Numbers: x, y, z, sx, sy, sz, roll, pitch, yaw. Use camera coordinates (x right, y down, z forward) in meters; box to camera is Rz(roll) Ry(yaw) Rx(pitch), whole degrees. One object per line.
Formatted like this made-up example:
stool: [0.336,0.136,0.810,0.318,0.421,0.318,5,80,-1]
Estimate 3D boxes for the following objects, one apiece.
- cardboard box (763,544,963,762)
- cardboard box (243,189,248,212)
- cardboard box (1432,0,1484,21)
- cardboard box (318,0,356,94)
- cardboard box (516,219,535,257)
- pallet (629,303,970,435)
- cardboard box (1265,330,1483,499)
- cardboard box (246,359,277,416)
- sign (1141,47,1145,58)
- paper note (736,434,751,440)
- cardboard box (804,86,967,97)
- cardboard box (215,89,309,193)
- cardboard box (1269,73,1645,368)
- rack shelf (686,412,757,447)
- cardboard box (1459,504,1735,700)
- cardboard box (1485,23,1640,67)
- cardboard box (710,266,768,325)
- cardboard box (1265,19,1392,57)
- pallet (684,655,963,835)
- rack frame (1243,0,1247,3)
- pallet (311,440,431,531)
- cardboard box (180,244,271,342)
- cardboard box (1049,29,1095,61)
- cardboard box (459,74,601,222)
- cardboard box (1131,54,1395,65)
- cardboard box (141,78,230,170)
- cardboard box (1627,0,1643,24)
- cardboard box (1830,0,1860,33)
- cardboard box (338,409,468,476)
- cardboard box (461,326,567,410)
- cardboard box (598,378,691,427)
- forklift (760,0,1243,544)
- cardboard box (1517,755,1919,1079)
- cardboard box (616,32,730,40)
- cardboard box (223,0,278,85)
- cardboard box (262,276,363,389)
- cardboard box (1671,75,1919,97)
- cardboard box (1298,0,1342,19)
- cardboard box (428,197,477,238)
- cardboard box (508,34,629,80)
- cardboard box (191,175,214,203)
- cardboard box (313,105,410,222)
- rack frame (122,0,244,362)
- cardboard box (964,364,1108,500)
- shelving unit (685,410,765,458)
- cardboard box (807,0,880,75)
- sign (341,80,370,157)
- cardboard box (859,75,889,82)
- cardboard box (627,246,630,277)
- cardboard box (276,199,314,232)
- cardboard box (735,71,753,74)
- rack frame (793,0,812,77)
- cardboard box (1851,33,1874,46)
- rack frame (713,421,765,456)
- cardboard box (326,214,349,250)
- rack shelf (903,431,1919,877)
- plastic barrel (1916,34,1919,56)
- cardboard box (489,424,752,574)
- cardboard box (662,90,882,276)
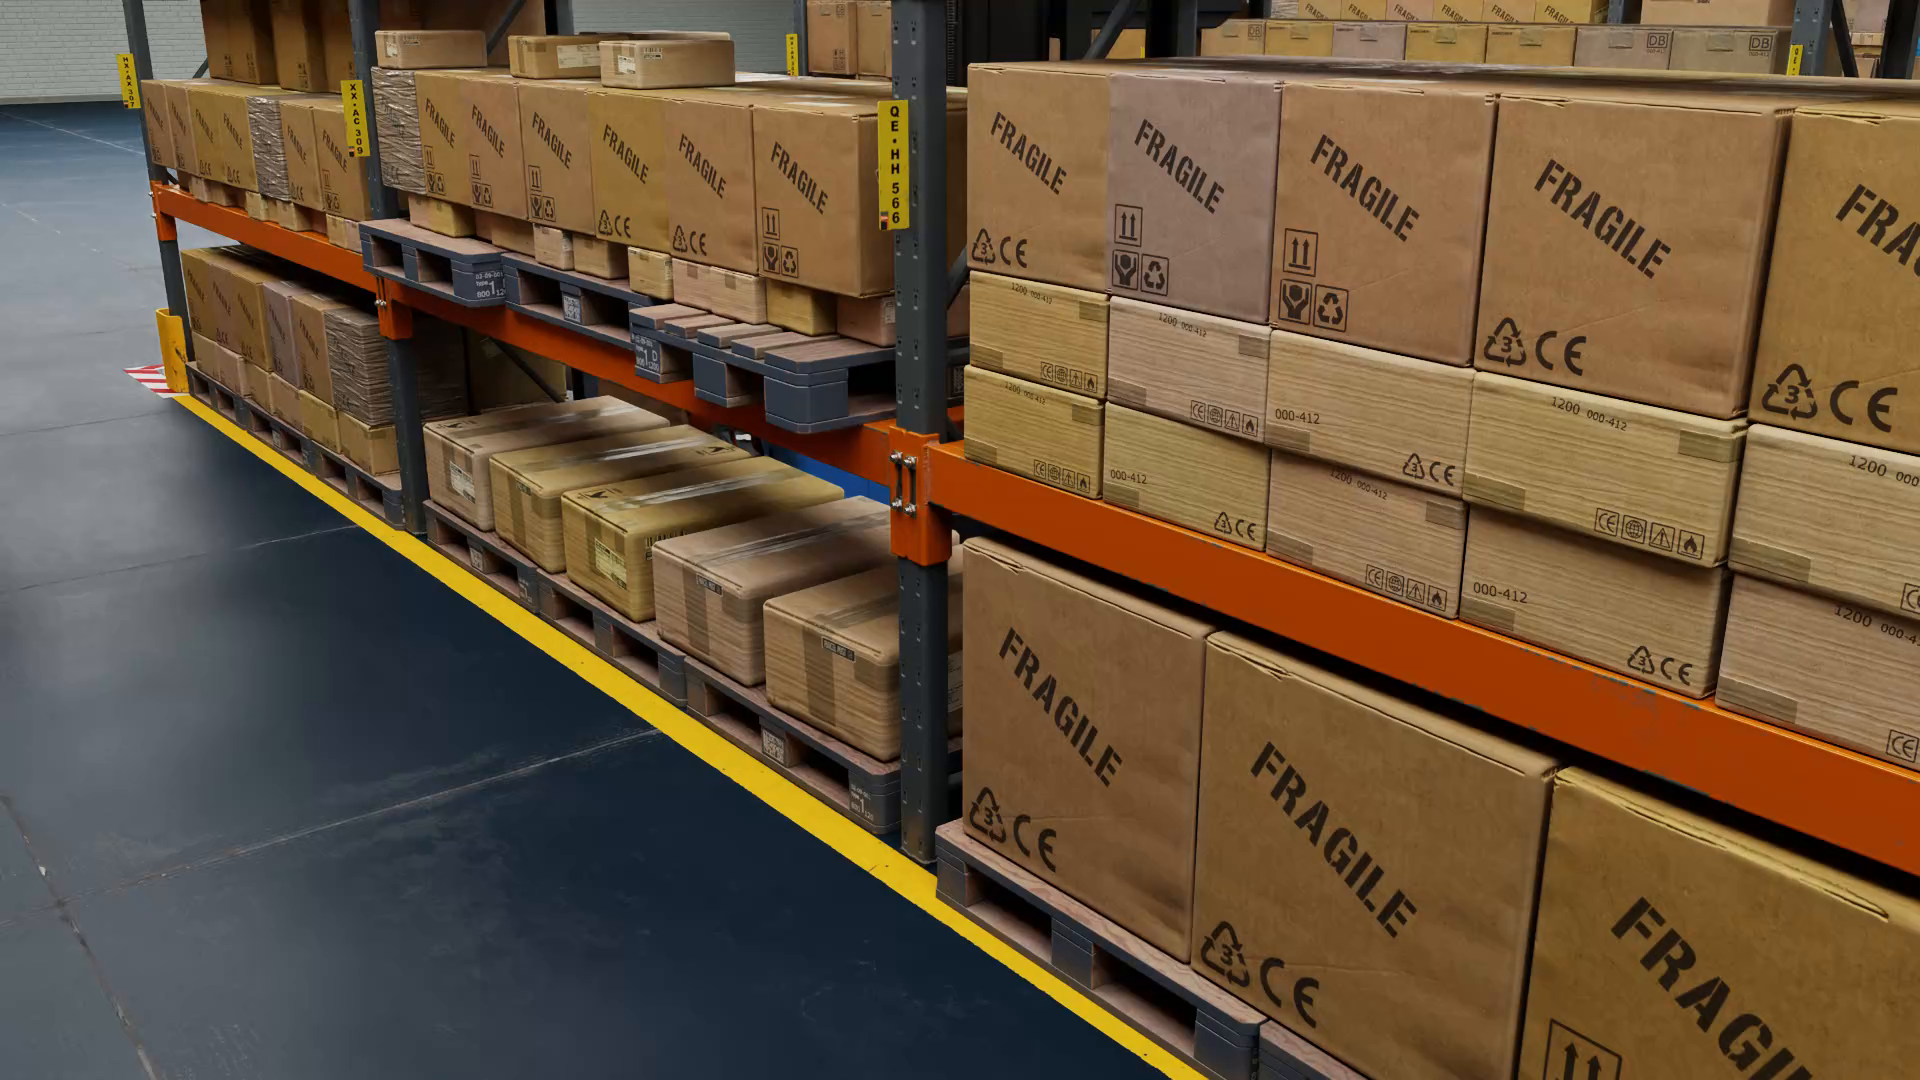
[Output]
cardboard box: [-0.092,0.344,5.565,0.950,0.372,0.625,-16,24,-40]
cardboard box: [-3.738,-1.898,9.221,0.380,0.149,0.250,-15,23,-38]
cardboard box: [4.420,-4.450,14.307,0.500,0.500,0.500,-14,23,-36]
cardboard box: [-2.926,-2.622,8.787,0.700,0.500,0.500,-15,23,-37]
cardboard box: [-1.474,-1.180,6.386,0.380,0.149,0.250,-14,23,-36]
pallet: [-0.275,-0.627,5.290,1.213,0.211,1.003,-14,23,-36]
cardboard box: [0.992,-0.304,3.451,0.500,0.250,0.500,-14,23,-36]
cardboard box: [-3.772,-0.917,9.565,0.500,0.250,0.500,-12,22,-32]
sign: [1.151,-2.880,10.285,0.100,0.325,0.005,-14,23,-36]
paper note: [-1.224,-0.603,9.635,0.148,0.019,0.142,-14,23,-36]
cardboard box: [-0.176,-1.234,5.518,0.500,0.500,0.500,-13,22,-33]
cardboard box: [-3.676,-2.176,9.031,0.500,0.500,0.500,-15,23,-37]
cardboard box: [0.991,-0.665,3.350,0.500,0.500,0.500,-13,22,-35]
rack shelf: [-1.085,-0.510,7.630,0.215,0.259,0.240,-15,-4,-33]
cardboard box: [1.321,0.052,3.172,0.500,0.250,0.500,-14,23,-36]
cardboard box: [3.163,-2.439,8.708,0.700,0.500,0.500,-14,23,-37]
cardboard box: [-0.551,-0.784,5.188,0.380,0.149,0.250,-14,23,-37]
cardboard box: [2.219,-2.815,9.841,0.700,0.500,0.500,-14,23,-37]
pallet: [-0.233,0.568,5.813,1.003,0.211,1.213,-14,23,-36]
rack frame: [3.053,-4.469,16.586,1.000,3.000,0.127,-14,23,-36]
pallet: [-2.677,-0.384,8.686,1.003,0.211,1.213,-14,23,-36]
cardboard box: [-4.416,-1.526,10.213,0.500,0.500,0.500,-15,23,-38]
cardboard box: [0.951,-3.334,11.204,0.875,0.550,0.550,-14,23,-36]
cardboard box: [-1.558,-1.518,6.374,0.500,0.500,0.500,-14,23,-36]
cardboard box: [0.777,-1.009,4.388,0.500,0.500,0.500,-15,23,-38]
cardboard box: [-4.639,-2.552,10.167,0.500,0.500,0.500,-14,23,-37]
cardboard box: [5.456,-4.307,13.875,0.500,0.500,0.500,-14,23,-36]
cardboard box: [11.464,-6.806,21.420,0.700,0.500,0.500,-15,23,-38]
cardboard box: [-2.810,-0.536,8.416,0.500,0.250,0.500,-13,22,-34]
cardboard box: [-2.387,-0.997,8.615,0.500,0.500,0.500,-13,22,-34]
cardboard box: [-1.831,-0.893,9.760,0.500,0.500,0.500,1,18,2]
forklift: [0.606,-1.436,7.536,3.031,2.935,1.130,-4,19,-12]
cardboard box: [1.720,0.873,3.165,0.875,0.875,0.875,-13,22,-35]
cardboard box: [-1.142,-1.945,6.632,0.380,0.149,0.250,-15,24,-38]
cardboard box: [-3.919,-2.988,9.893,0.700,0.500,0.500,-14,23,-36]
cardboard box: [-3.445,-1.143,9.055,0.500,0.500,0.500,-13,22,-33]
cardboard box: [1.714,-0.634,3.257,0.500,0.500,0.500,-14,23,-37]
cardboard box: [3.485,-4.819,15.420,0.500,0.500,0.500,-14,23,-36]
cardboard box: [-1.989,-1.368,6.953,0.380,0.149,0.250,-13,23,-35]
cardboard box: [-1.462,-1.812,6.232,0.380,0.149,0.250,-12,22,-33]
cardboard box: [-4.277,-2.079,9.769,0.380,0.149,0.250,-14,23,-35]
cardboard box: [-2.703,-1.799,7.890,0.500,0.500,0.500,-15,23,-37]
rack frame: [-4.716,-2.535,10.745,1.000,3.000,0.127,-14,23,-36]
cardboard box: [0.358,-0.322,4.303,0.500,0.250,0.500,-14,23,-37]
shelving unit: [-1.088,-0.521,7.630,0.215,1.050,0.252,-15,-4,-33]
cardboard box: [-0.698,-4.010,13.246,0.875,0.550,0.550,-14,23,-36]
sign: [-2.653,-1.852,7.307,0.100,0.325,0.005,-14,23,-36]
cardboard box: [-0.274,-3.383,13.069,0.875,0.550,0.550,-14,23,-36]
cardboard box: [-0.940,-0.999,5.838,0.380,0.149,0.250,-14,23,-36]
cardboard box: [-3.304,-1.699,8.622,0.380,0.149,0.250,-14,23,-37]
cardboard box: [-1.141,-1.618,6.676,0.500,0.500,0.500,-13,22,-34]
rack frame: [-0.898,-3.526,13.738,1.000,3.000,0.127,-14,23,-36]
cardboard box: [11.538,-6.364,21.119,0.380,0.149,0.250,-15,23,-38]
rack frame: [-1.025,-0.545,7.528,0.200,1.050,0.008,-15,-4,-33]
cardboard box: [-2.831,-1.510,8.049,0.380,0.149,0.250,-13,23,-35]
rack shelf: [1.493,0.271,3.417,1.077,0.370,4.000,-14,23,-36]
plastic barrel: [9.421,-4.533,15.984,0.600,0.901,0.708,-14,23,-36]
cardboard box: [-1.456,-0.196,7.194,0.950,0.372,0.625,-12,22,-33]
cardboard box: [-0.578,-1.134,5.216,0.500,0.500,0.500,-14,23,-37]
